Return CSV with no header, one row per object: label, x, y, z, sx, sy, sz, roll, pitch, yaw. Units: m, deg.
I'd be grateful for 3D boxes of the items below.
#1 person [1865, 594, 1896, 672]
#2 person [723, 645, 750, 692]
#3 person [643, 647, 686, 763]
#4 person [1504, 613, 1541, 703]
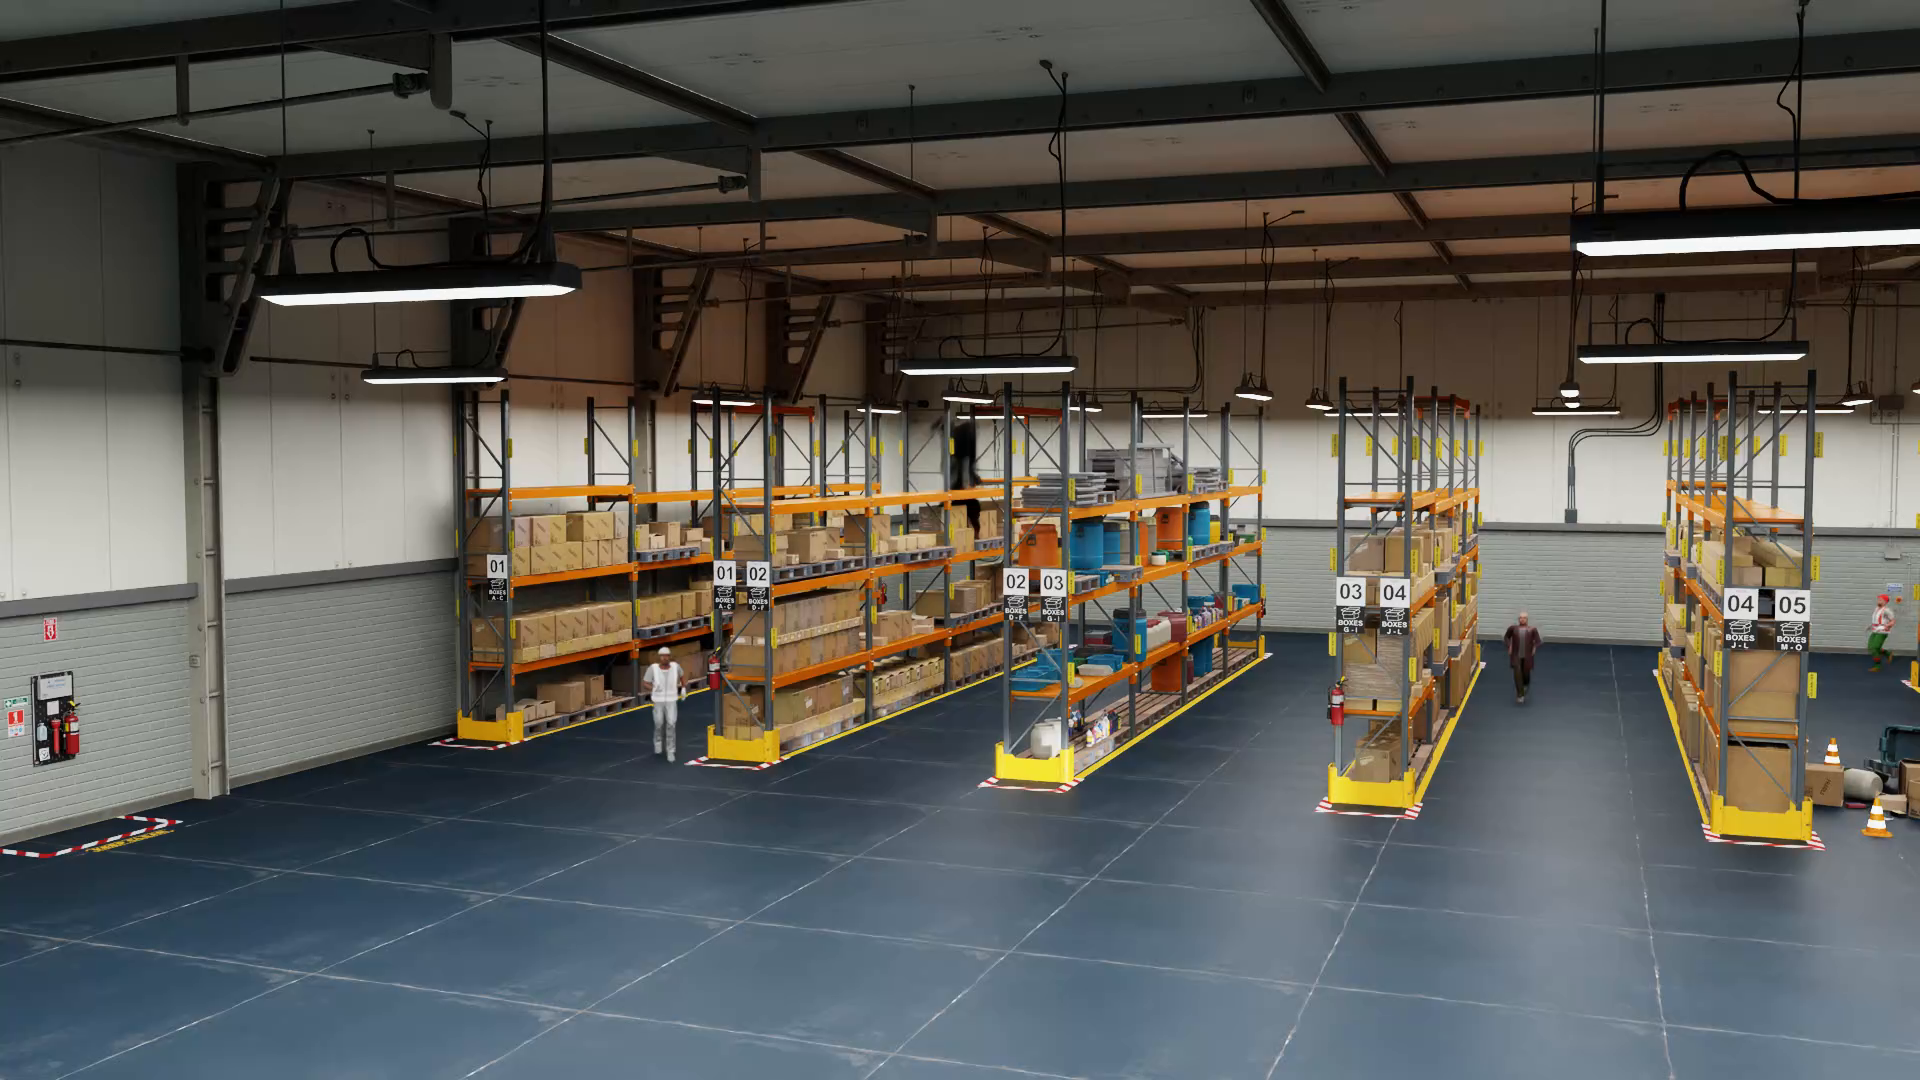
person,20.693,2.083,37.272,0.627,1.741,0.656,0,3,-1
person,-3.933,2.485,30.081,0.660,1.769,1.062,1,3,13
person,-4.765,2.628,26.841,0.703,1.825,0.859,-1,3,-15
person,11.146,2.322,32.990,0.711,1.765,0.808,1,3,21
